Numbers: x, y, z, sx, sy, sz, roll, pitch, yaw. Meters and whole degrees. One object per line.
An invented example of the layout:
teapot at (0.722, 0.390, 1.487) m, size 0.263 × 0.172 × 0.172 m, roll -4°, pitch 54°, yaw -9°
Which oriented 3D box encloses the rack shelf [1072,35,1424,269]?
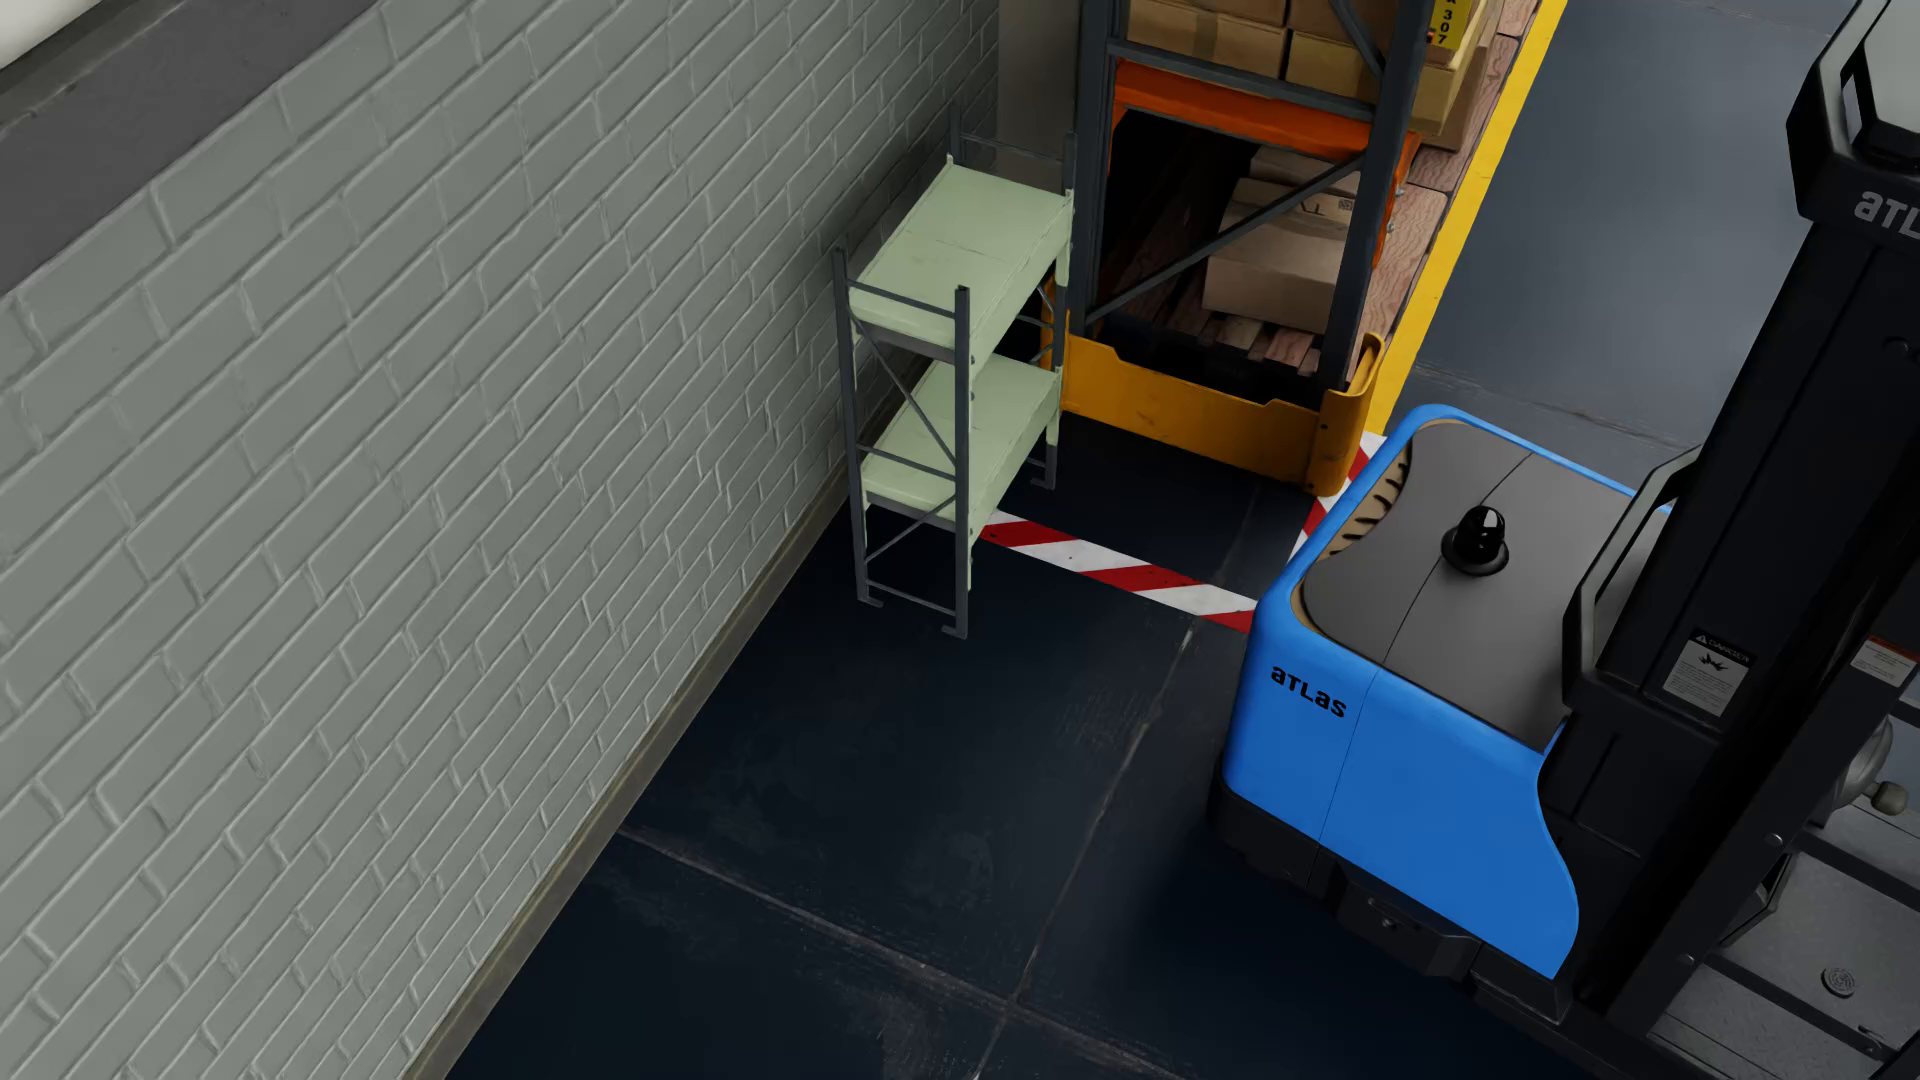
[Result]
rack shelf at (1.690, -2.506, 6.385) m, size 1.077 × 0.370 × 4.000 m, roll 20°, pitch 52°, yaw 16°

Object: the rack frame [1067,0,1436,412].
rack frame at (0.835, -1.362, 4.940) m, size 1.000 × 3.000 × 0.127 m, roll 20°, pitch 52°, yaw 16°

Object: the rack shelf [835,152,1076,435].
rack shelf at (-0.003, -0.734, 4.878) m, size 0.431 × 0.370 × 0.720 m, roll 20°, pitch 52°, yaw 16°

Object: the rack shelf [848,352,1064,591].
rack shelf at (-0.003, -0.270, 5.423) m, size 0.431 × 0.370 × 0.720 m, roll 20°, pitch 52°, yaw 16°

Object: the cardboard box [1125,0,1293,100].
cardboard box at (0.860, -1.705, 5.317) m, size 0.500 × 0.250 × 0.500 m, roll 20°, pitch 53°, yaw 17°

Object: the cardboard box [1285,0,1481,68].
cardboard box at (1.311, -1.794, 4.900) m, size 0.500 × 0.500 × 0.500 m, roll 20°, pitch 52°, yaw 16°

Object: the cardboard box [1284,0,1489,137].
cardboard box at (1.331, -1.553, 5.187) m, size 0.500 × 0.250 × 0.500 m, roll 18°, pitch 52°, yaw 15°

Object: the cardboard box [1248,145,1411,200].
cardboard box at (1.456, -1.473, 6.511) m, size 0.500 × 0.311 × 0.500 m, roll 24°, pitch 54°, yaw 19°

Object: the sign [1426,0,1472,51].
sign at (1.326, -1.466, 4.460) m, size 0.100 × 0.325 × 0.005 m, roll 20°, pitch 52°, yaw 16°

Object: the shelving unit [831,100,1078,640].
shelving unit at (-0.003, -0.481, 5.175) m, size 0.431 × 1.500 × 0.755 m, roll 20°, pitch 52°, yaw 16°

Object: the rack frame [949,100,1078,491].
rack frame at (0.153, -0.733, 5.389) m, size 0.400 × 1.500 × 0.023 m, roll 20°, pitch 52°, yaw 16°

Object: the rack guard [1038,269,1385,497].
rack guard at (0.868, -0.604, 5.936) m, size 1.175 × 0.500 × 0.348 m, roll 20°, pitch 52°, yaw 16°

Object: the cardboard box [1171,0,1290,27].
cardboard box at (0.845, -1.957, 5.038) m, size 0.500 × 0.500 × 0.500 m, roll 19°, pitch 52°, yaw 16°

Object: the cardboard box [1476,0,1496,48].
cardboard box at (1.540, -1.915, 5.495) m, size 0.500 × 0.250 × 0.500 m, roll 18°, pitch 52°, yaw 15°

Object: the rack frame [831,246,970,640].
rack frame at (-0.159, -0.229, 4.960) m, size 0.400 × 1.500 × 0.023 m, roll 20°, pitch 52°, yaw 16°

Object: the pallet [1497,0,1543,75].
pallet at (2.289, -2.739, 7.942) m, size 1.003 × 0.211 × 1.213 m, roll 20°, pitch 52°, yaw 16°

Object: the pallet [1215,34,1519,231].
pallet at (1.769, -1.896, 7.225) m, size 1.003 × 0.211 × 1.213 m, roll 20°, pitch 52°, yaw 16°

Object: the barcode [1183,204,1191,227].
barcode at (0.858, -1.226, 6.294) m, size 0.001 × 0.075 × 0.075 m, roll 20°, pitch 52°, yaw 16°

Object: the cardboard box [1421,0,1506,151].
cardboard box at (1.814, -2.023, 6.855) m, size 0.700 × 0.500 × 0.500 m, roll 17°, pitch 52°, yaw 14°

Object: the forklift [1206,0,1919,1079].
forklift at (2.220, 0.299, 3.571) m, size 3.031 × 2.935 × 1.130 m, roll 29°, pitch 56°, yaw 23°

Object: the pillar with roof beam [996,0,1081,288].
pillar with roof beam at (4.245, -2.669, 2.112) m, size 9.100 × 9.000 × 0.400 m, roll 20°, pitch 52°, yaw 16°

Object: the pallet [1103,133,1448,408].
pallet at (1.247, -1.059, 6.512) m, size 1.003 × 0.211 × 1.213 m, roll 20°, pitch 52°, yaw 16°

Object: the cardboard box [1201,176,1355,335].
cardboard box at (1.212, -1.081, 6.176) m, size 0.500 × 0.311 × 0.500 m, roll 14°, pitch 51°, yaw 12°
